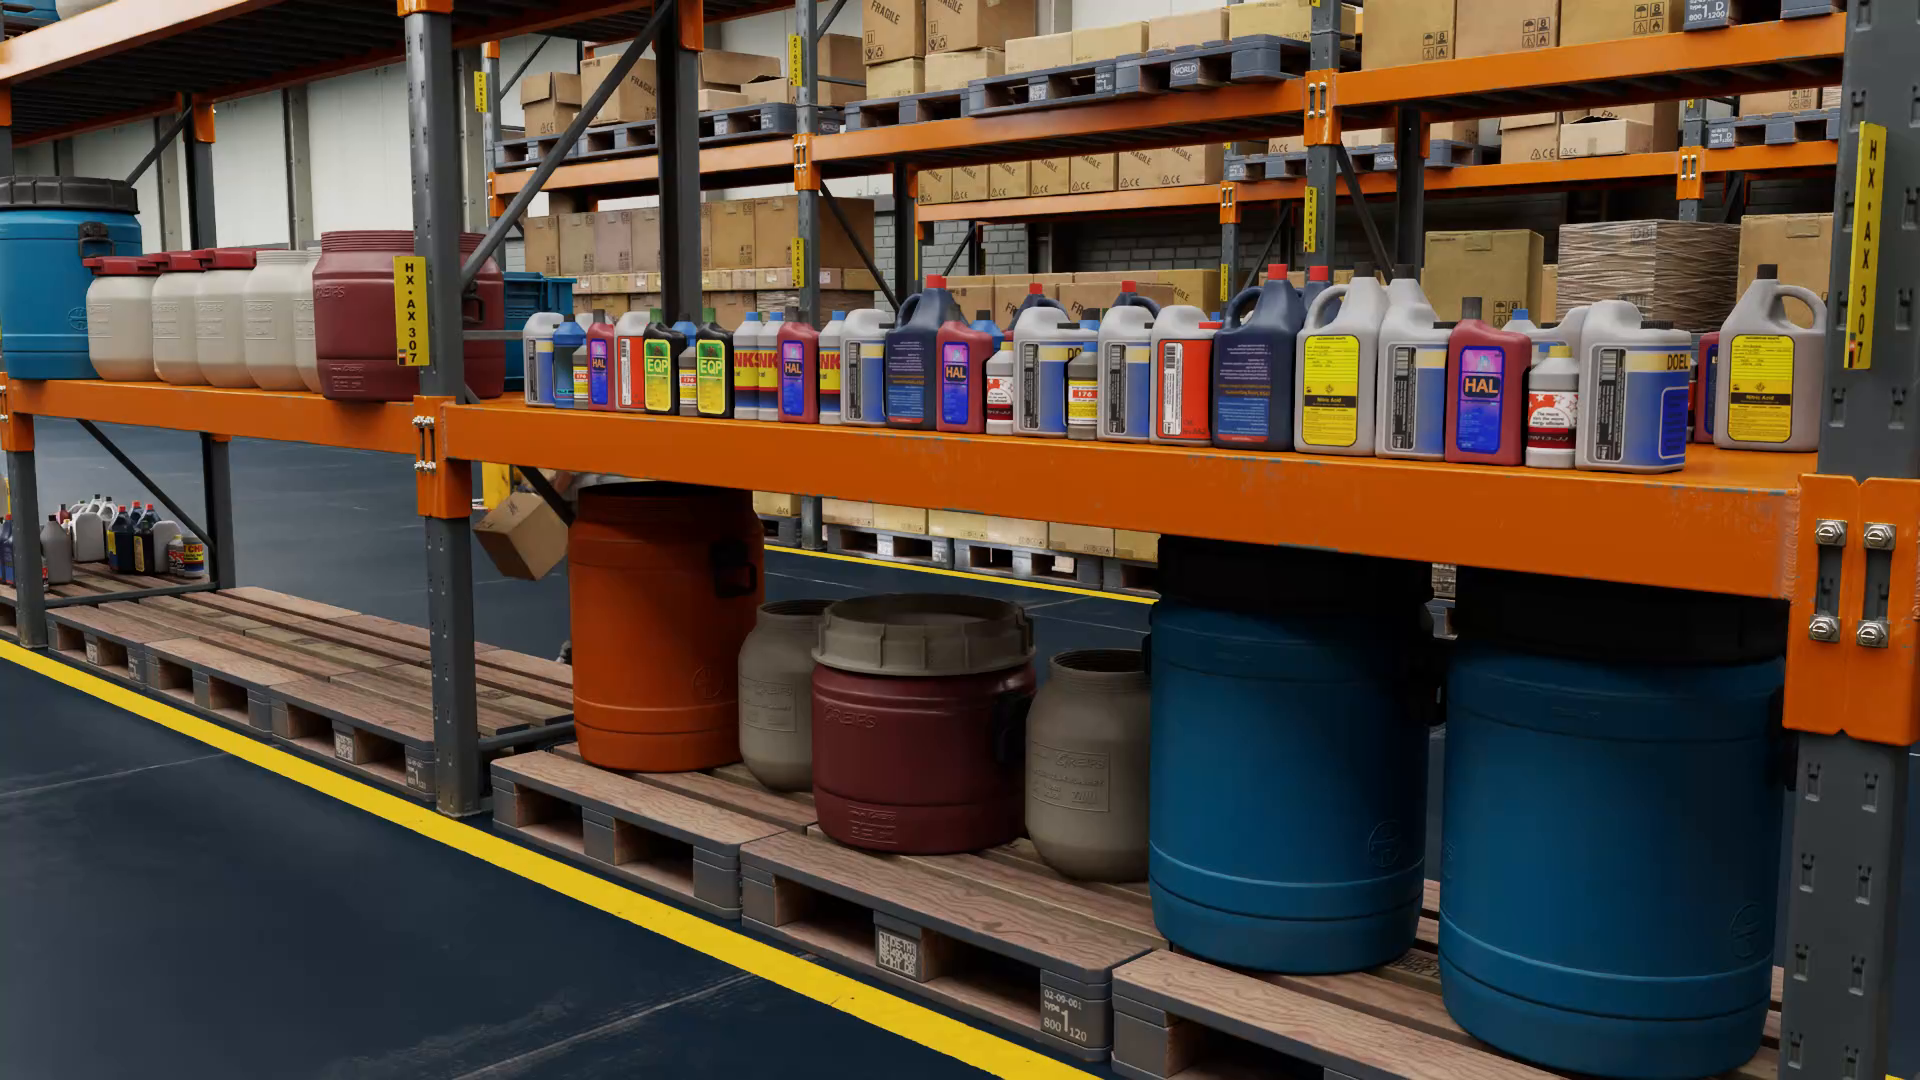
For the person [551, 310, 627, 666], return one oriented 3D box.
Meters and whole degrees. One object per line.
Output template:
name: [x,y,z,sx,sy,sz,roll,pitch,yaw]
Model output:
person: [-1.622,-0.164,6.998,0.455,1.600,0.456,-1,7,-9]
